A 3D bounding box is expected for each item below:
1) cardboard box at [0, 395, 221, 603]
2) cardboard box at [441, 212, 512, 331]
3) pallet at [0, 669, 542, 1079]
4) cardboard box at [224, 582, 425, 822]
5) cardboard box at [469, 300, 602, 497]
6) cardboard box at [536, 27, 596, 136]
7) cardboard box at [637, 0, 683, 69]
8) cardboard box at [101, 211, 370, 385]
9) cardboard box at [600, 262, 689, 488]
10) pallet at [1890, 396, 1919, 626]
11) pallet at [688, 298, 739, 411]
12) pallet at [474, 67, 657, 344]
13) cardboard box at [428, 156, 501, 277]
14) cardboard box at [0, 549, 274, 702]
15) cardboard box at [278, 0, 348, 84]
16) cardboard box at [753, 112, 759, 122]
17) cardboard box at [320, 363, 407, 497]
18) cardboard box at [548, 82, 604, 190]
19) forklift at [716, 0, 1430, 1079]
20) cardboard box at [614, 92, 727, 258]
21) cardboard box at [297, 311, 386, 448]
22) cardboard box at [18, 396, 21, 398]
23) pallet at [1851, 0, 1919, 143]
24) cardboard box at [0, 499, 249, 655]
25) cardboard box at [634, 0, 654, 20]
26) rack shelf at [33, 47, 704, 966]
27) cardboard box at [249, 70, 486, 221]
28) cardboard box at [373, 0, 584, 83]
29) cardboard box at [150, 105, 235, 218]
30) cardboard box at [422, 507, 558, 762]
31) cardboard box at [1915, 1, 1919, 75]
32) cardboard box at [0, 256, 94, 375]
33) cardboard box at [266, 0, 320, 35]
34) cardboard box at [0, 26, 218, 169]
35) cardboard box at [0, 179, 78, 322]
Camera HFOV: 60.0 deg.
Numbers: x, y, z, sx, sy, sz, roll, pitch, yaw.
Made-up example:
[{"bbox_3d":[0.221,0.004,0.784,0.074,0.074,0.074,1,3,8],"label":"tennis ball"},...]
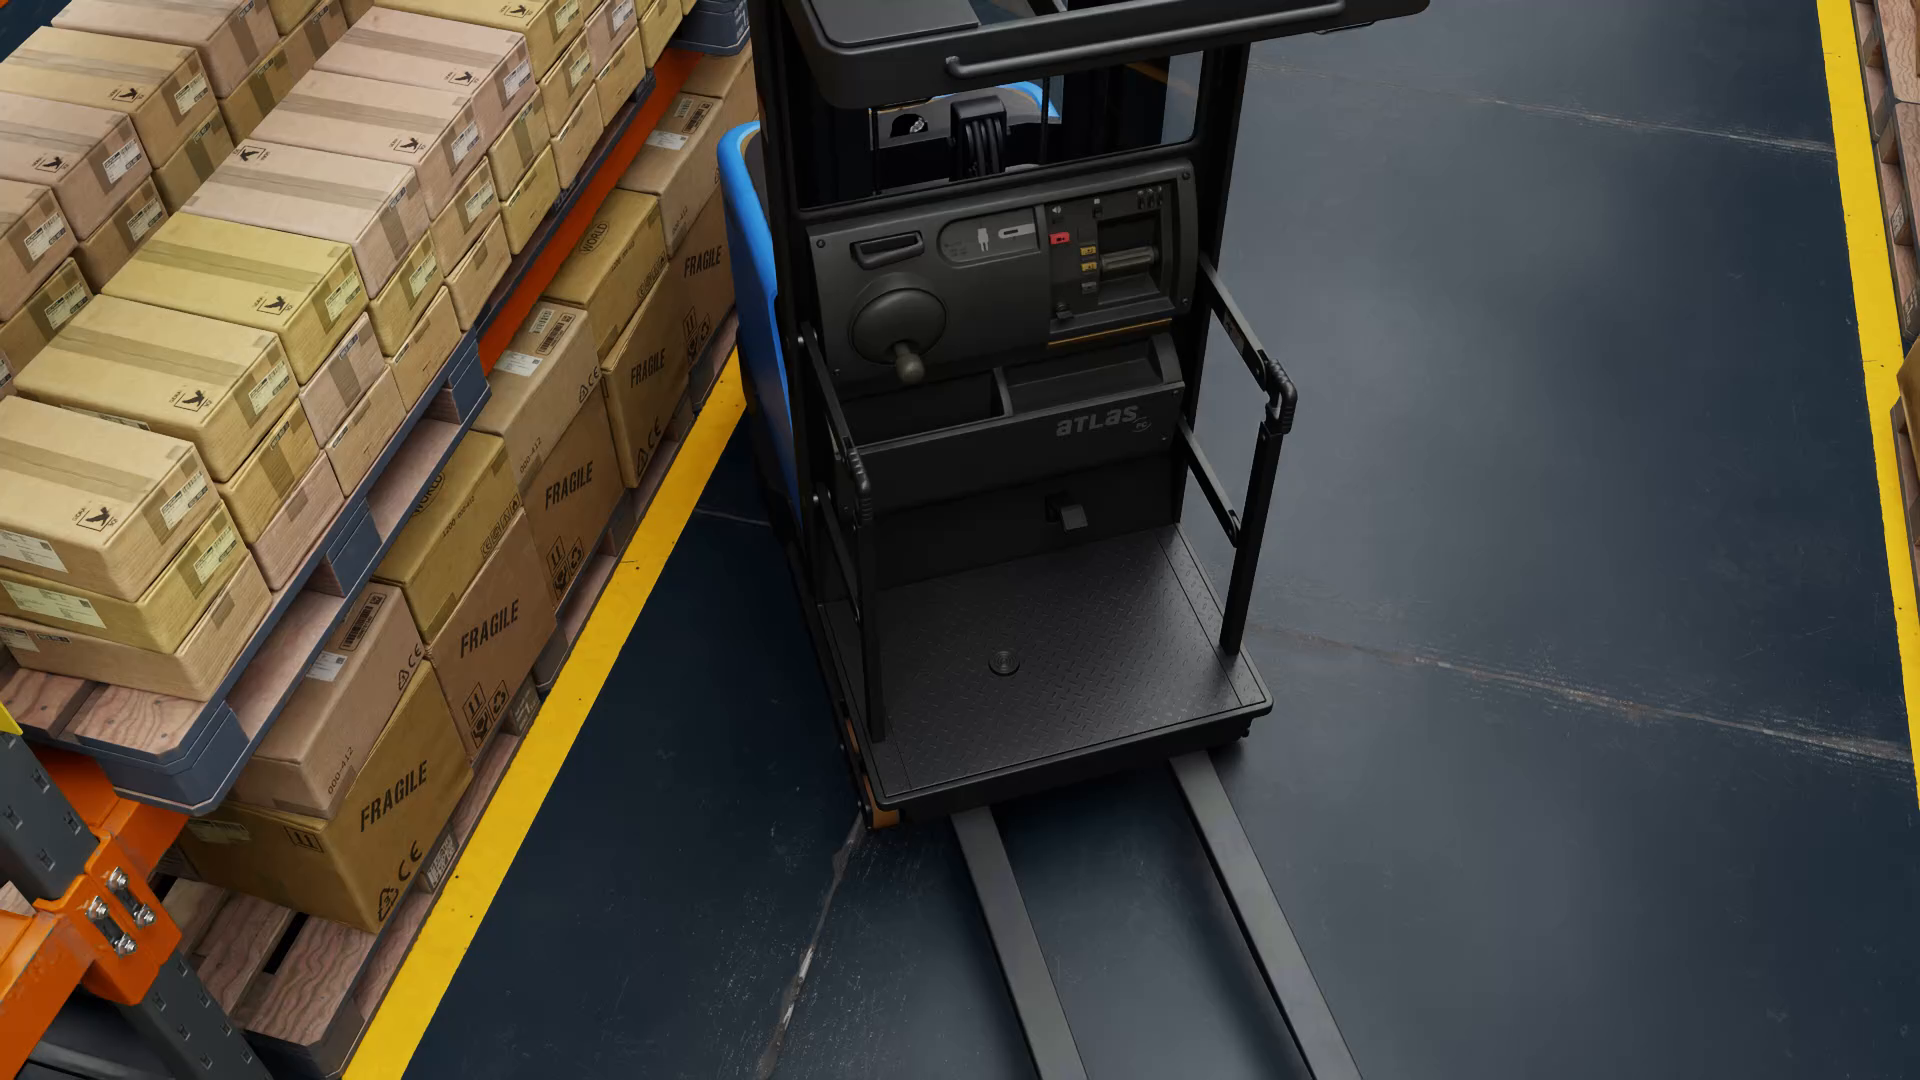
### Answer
[{"bbox_3d":[-1.502,-0.073,2.804,0.380,0.149,0.250,14,50,12],"label":"cardboard box"},{"bbox_3d":[-1.231,-0.623,3.687,0.380,0.149,0.250,10,49,8],"label":"cardboard box"},{"bbox_3d":[-1.846,0.733,4.462,1.003,0.211,1.213,12,50,10],"label":"pallet"},{"bbox_3d":[-1.600,0.332,3.844,0.500,0.250,0.500,10,49,8],"label":"cardboard box"},{"bbox_3d":[-1.323,-0.422,4.509,0.500,0.250,0.500,13,50,11],"label":"cardboard box"},{"bbox_3d":[-1.092,-1.106,3.915,0.380,0.149,0.250,11,49,9],"label":"cardboard box"},{"bbox_3d":[-0.955,-1.388,4.362,0.380,0.149,0.250,10,49,8],"label":"cardboard box"},{"bbox_3d":[-1.364,-0.461,3.147,0.380,0.149,0.250,12,50,10],"label":"cardboard box"},{"bbox_3d":[-1.181,-0.543,5.116,0.500,0.500,0.500,10,49,8],"label":"cardboard box"},{"bbox_3d":[3.482,0.011,5.100,1.003,0.211,1.213,12,50,10],"label":"pallet"},{"bbox_3d":[-1.203,-1.032,6.020,1.003,0.211,1.213,12,50,10],"label":"pallet"},{"bbox_3d":[-1.478,-1.016,4.274,1.003,0.211,1.213,12,50,10],"label":"pallet"},{"bbox_3d":[-1.231,-0.733,3.585,0.380,0.149,0.250,13,50,12],"label":"cardboard box"},{"bbox_3d":[-1.502,0.124,3.027,0.380,0.149,0.250,9,49,8],"label":"cardboard box"},{"bbox_3d":[-1.722,-1.236,4.029,0.380,0.149,0.250,13,50,11],"label":"cardboard box"},{"bbox_3d":[-0.917,-1.304,5.787,0.500,0.500,0.500,11,50,10],"label":"cardboard box"},{"bbox_3d":[-1.365,-0.258,3.364,0.380,0.149,0.250,12,50,10],"label":"cardboard box"},{"bbox_3d":[-1.094,-1.003,4.022,0.380,0.149,0.250,10,49,8],"label":"cardboard box"},{"bbox_3d":[0.179,-0.523,3.757,1.130,2.935,3.031,-13,50,-11],"label":"forklift"},{"bbox_3d":[-1.046,-1.166,5.165,0.500,0.250,0.500,12,50,11],"label":"cardboard box"},{"bbox_3d":[-1.368,-0.349,3.247,0.380,0.149,0.250,13,50,11],"label":"cardboard box"},{"bbox_3d":[-2.068,-0.196,3.310,0.380,0.149,0.250,12,50,10],"label":"cardboard box"},{"bbox_3d":[4.292,-1.989,6.865,1.003,0.211,1.213,12,50,10],"label":"pallet"},{"bbox_3d":[-1.502,0.025,2.916,0.380,0.149,0.250,12,50,11],"label":"cardboard box"},{"bbox_3d":[-0.956,-1.482,4.246,0.380,0.149,0.250,11,50,10],"label":"cardboard box"},{"bbox_3d":[-1.523,-0.835,4.466,1.077,0.370,4.000,12,50,10],"label":"rack shelf"},{"bbox_3d":[-1.229,-0.826,3.469,0.380,0.149,0.250,11,50,10],"label":"cardboard box"},{"bbox_3d":[-1.095,-1.204,3.803,0.380,0.149,0.250,13,50,11],"label":"cardboard box"},{"bbox_3d":[-1.861,-0.863,3.700,0.380,0.149,0.250,9,49,8],"label":"cardboard box"},{"bbox_3d":[-1.461,0.197,4.463,0.500,0.500,0.500,14,50,12],"label":"cardboard box"},{"bbox_3d":[4.196,-2.090,6.467,0.700,0.500,0.500,15,50,13],"label":"cardboard box"},{"bbox_3d":[-1.998,-0.477,3.359,0.380,0.149,0.250,14,50,12],"label":"cardboard box"},{"bbox_3d":[-1.718,-1.345,3.927,0.380,0.149,0.250,11,49,10],"label":"cardboard box"},{"bbox_3d":[-1.855,-0.956,3.584,0.380,0.149,0.250,10,49,9],"label":"cardboard box"},{"bbox_3d":[-1.992,-0.589,3.260,0.380,0.149,0.250,10,49,9],"label":"cardboard box"}]
